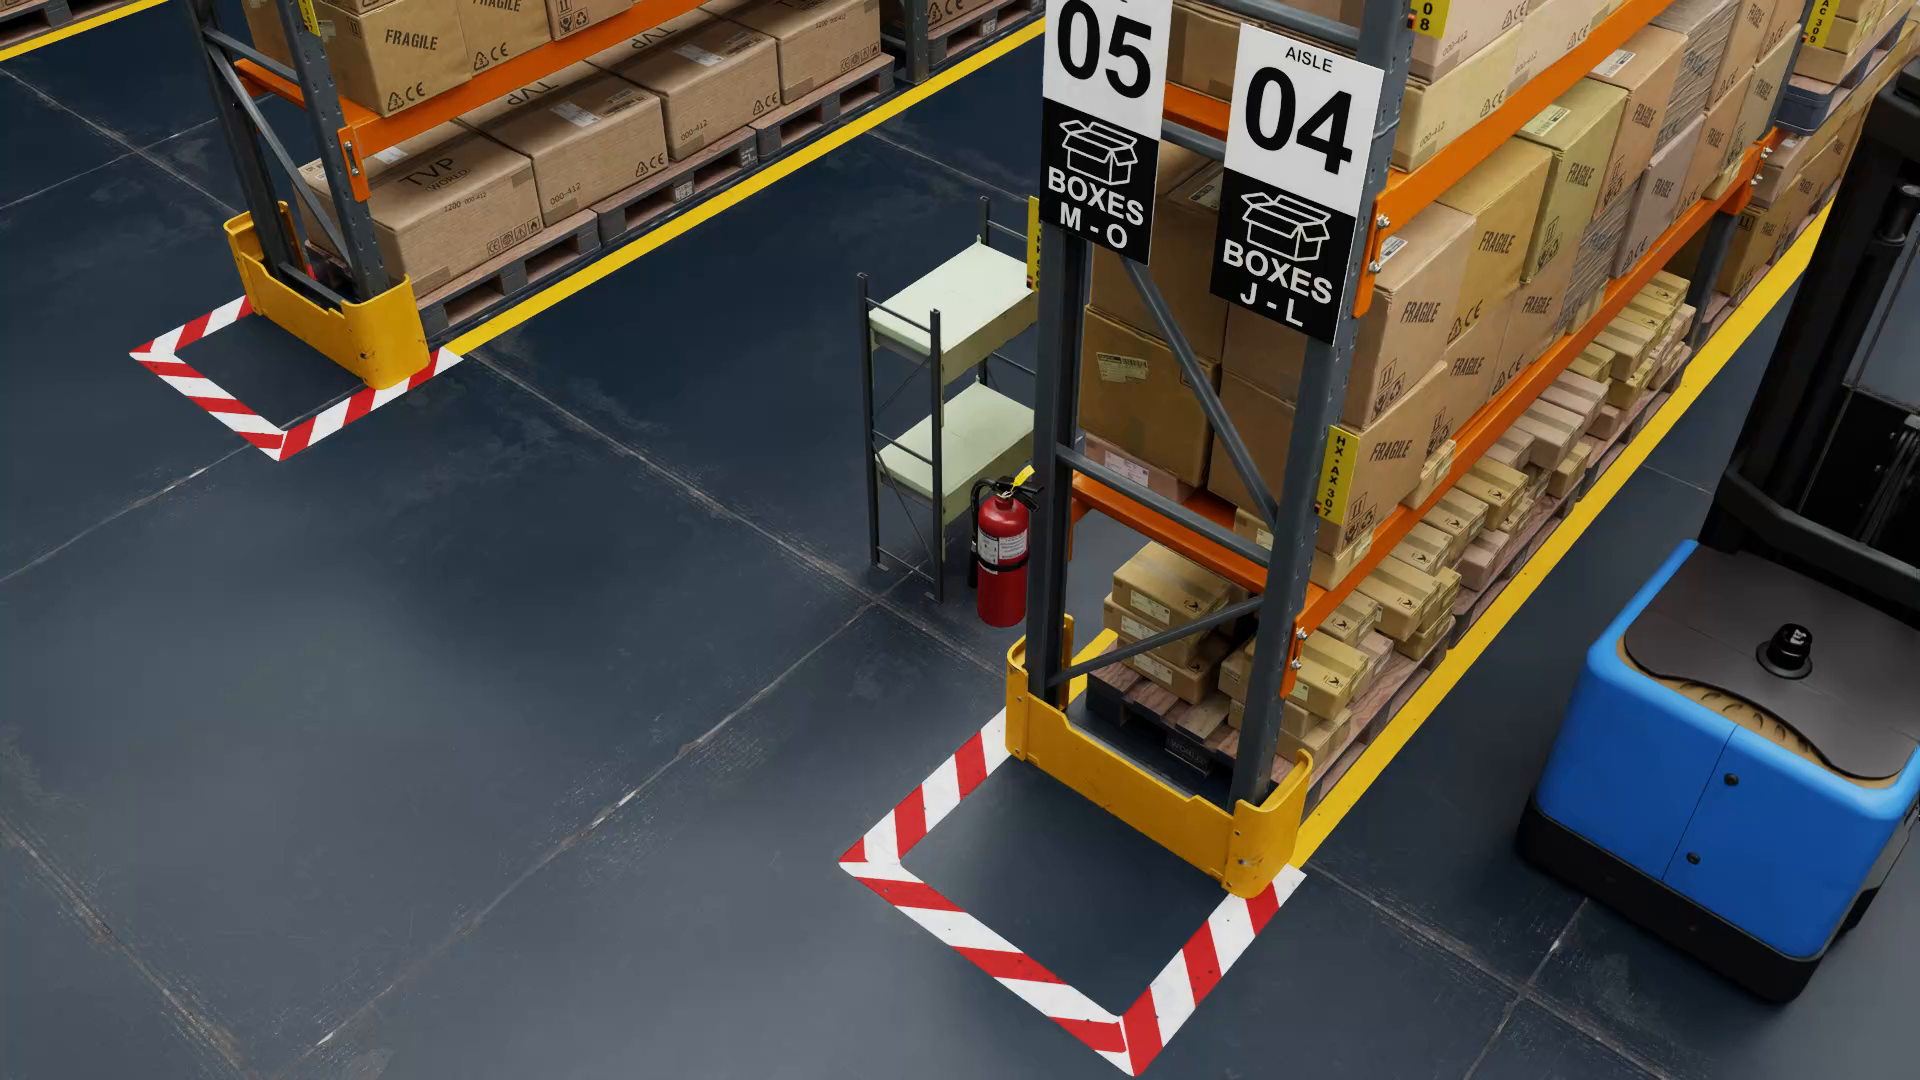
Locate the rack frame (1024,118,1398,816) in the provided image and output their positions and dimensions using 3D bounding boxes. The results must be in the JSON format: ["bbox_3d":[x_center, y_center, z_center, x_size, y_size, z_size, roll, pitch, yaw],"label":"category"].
[{"bbox_3d":[0.659,-0.098,5.310,1.000,3.000,0.127,29,50,28],"label":"rack frame"}]

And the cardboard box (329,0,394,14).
[{"bbox_3d":[-2.668,-2.720,7.376,0.500,0.500,0.500,28,49,28],"label":"cardboard box"}]

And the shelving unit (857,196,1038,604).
[{"bbox_3d":[0.004,-0.558,6.932,0.431,1.500,0.755,29,50,28],"label":"shelving unit"}]

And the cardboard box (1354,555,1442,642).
[{"bbox_3d":[1.602,0.191,6.358,0.380,0.149,0.250,29,50,28],"label":"cardboard box"}]

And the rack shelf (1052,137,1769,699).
[{"bbox_3d":[1.946,-0.861,6.685,1.077,0.370,4.000,29,50,28],"label":"rack shelf"}]

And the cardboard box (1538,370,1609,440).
[{"bbox_3d":[2.585,-0.623,7.252,0.380,0.149,0.250,27,49,27],"label":"cardboard box"}]

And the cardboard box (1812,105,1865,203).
[{"bbox_3d":[4.578,-2.202,9.171,0.500,0.500,0.500,30,50,29],"label":"cardboard box"}]

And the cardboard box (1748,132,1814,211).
[{"bbox_3d":[3.911,-1.932,8.315,0.500,0.250,0.500,27,49,27],"label":"cardboard box"}]

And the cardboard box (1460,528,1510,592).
[{"bbox_3d":[2.068,0.022,6.985,0.380,0.149,0.250,27,49,27],"label":"cardboard box"}]

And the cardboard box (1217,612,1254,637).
[{"bbox_3d":[0.990,0.185,6.585,0.380,0.149,0.250,28,49,28],"label":"cardboard box"}]

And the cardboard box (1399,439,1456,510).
[{"bbox_3d":[1.465,-0.294,5.713,0.380,0.149,0.250,28,49,27],"label":"cardboard box"}]

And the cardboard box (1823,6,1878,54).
[{"bbox_3d":[3.839,-2.334,7.423,0.380,0.149,0.250,30,50,29],"label":"cardboard box"}]

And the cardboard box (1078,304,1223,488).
[{"bbox_3d":[0.751,-0.588,5.553,0.500,0.500,0.500,31,50,29],"label":"cardboard box"}]

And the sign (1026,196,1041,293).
[{"bbox_3d":[0.247,-0.894,5.090,0.100,0.325,0.005,29,50,28],"label":"sign"}]

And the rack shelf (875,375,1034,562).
[{"bbox_3d":[0.004,-0.317,7.151,0.431,0.370,0.720,29,50,28],"label":"rack shelf"}]

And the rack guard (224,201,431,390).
[{"bbox_3d":[-3.210,-1.252,8.437,1.175,0.500,0.348,29,50,28],"label":"rack guard"}]

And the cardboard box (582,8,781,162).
[{"bbox_3d":[-1.682,-2.718,9.784,0.875,0.438,0.875,28,49,27],"label":"cardboard box"}]

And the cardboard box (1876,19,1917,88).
[{"bbox_3d":[4.912,-2.740,9.204,0.500,0.250,0.500,31,50,29],"label":"cardboard box"}]

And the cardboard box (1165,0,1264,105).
[{"bbox_3d":[0.749,-1.501,4.735,0.500,0.250,0.500,28,49,28],"label":"cardboard box"}]

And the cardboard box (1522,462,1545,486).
[{"bbox_3d":[2.377,-0.422,7.253,0.380,0.149,0.250,27,49,27],"label":"cardboard box"}]

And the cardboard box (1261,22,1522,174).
[{"bbox_3d":[1.144,-1.273,4.484,0.500,0.250,0.500,31,51,30],"label":"cardboard box"}]

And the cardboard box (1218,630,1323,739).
[{"bbox_3d":[1.193,0.533,6.202,0.380,0.149,0.250,32,51,30],"label":"cardboard box"}]

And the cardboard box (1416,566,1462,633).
[{"bbox_3d":[1.750,0.167,6.605,0.380,0.149,0.250,31,51,30],"label":"cardboard box"}]

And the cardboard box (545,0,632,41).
[{"bbox_3d":[-2.021,-2.875,8.291,0.500,0.500,0.500,29,50,28],"label":"cardboard box"}]

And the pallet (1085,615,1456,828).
[{"bbox_3d":[1.258,0.492,6.734,1.003,0.211,1.213,29,50,28],"label":"pallet"}]

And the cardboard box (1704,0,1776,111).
[{"bbox_3d":[2.809,-2.047,6.415,0.500,0.500,0.500,28,49,27],"label":"cardboard box"}]

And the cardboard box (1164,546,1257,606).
[{"bbox_3d":[1.012,0.095,6.463,0.380,0.149,0.250,30,50,29],"label":"cardboard box"}]

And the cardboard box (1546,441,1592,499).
[{"bbox_3d":[2.576,-0.376,7.423,0.380,0.149,0.250,29,50,28],"label":"cardboard box"}]

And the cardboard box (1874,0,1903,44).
[{"bbox_3d":[4.177,-2.496,7.822,0.380,0.149,0.250,30,50,29],"label":"cardboard box"}]

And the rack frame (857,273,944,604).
[{"bbox_3d":[-0.231,-0.370,6.724,0.400,1.500,0.023,29,50,28],"label":"rack frame"}]

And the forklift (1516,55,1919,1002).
[{"bbox_3d":[3.404,-0.435,5.732,1.130,2.935,3.031,31,51,30],"label":"forklift"}]

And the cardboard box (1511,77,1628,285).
[{"bbox_3d":[1.823,-1.252,5.541,0.500,0.500,0.500,28,49,28],"label":"cardboard box"}]

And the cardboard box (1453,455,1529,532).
[{"bbox_3d":[2.088,-0.227,6.817,0.380,0.149,0.250,30,50,29],"label":"cardboard box"}]

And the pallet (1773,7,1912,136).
[{"bbox_3d":[3.837,-2.417,8.003,1.003,0.211,1.213,29,50,28],"label":"pallet"}]

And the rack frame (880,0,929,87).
[{"bbox_3d":[-0.620,-4.249,9.875,1.000,3.000,0.127,29,50,28],"label":"rack frame"}]

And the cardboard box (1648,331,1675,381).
[{"bbox_3d":[3.109,-0.924,7.804,0.380,0.149,0.250,27,49,27],"label":"cardboard box"}]

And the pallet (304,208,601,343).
[{"bbox_3d":[-2.740,-1.603,9.038,1.003,0.211,1.213,29,50,28],"label":"pallet"}]

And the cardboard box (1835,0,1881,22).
[{"bbox_3d":[3.839,-2.444,7.322,0.380,0.149,0.250,32,51,30],"label":"cardboard box"}]

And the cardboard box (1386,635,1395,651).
[{"bbox_3d":[1.502,0.369,6.603,0.380,0.149,0.250,30,50,29],"label":"cardboard box"}]

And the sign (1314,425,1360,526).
[{"bbox_3d":[1.075,-0.183,4.761,0.100,0.325,0.005,29,50,28],"label":"sign"}]

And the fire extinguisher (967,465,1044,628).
[{"bbox_3d":[0.144,-0.001,5.539,0.296,0.674,0.183,29,50,28],"label":"fire extinguisher"}]

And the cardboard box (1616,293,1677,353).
[{"bbox_3d":[3.070,-1.033,7.704,0.380,0.149,0.250,30,50,29],"label":"cardboard box"}]

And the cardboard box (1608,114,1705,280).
[{"bbox_3d":[2.482,-1.411,6.459,0.500,0.500,0.500,29,50,28],"label":"cardboard box"}]

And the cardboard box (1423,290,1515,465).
[{"bbox_3d":[1.484,-0.643,5.614,0.500,0.500,0.500,30,50,29],"label":"cardboard box"}]

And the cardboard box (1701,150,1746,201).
[{"bbox_3d":[3.146,-1.636,7.189,0.380,0.149,0.250,28,49,27],"label":"cardboard box"}]

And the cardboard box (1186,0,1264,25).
[{"bbox_3d":[0.761,-1.684,4.565,0.500,0.250,0.500,28,49,27],"label":"cardboard box"}]

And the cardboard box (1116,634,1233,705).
[{"bbox_3d":[0.838,0.440,6.525,0.380,0.149,0.250,30,50,29],"label":"cardboard box"}]

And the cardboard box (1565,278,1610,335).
[{"bbox_3d":[2.278,-0.980,6.467,0.380,0.149,0.250,31,50,29],"label":"cardboard box"}]
